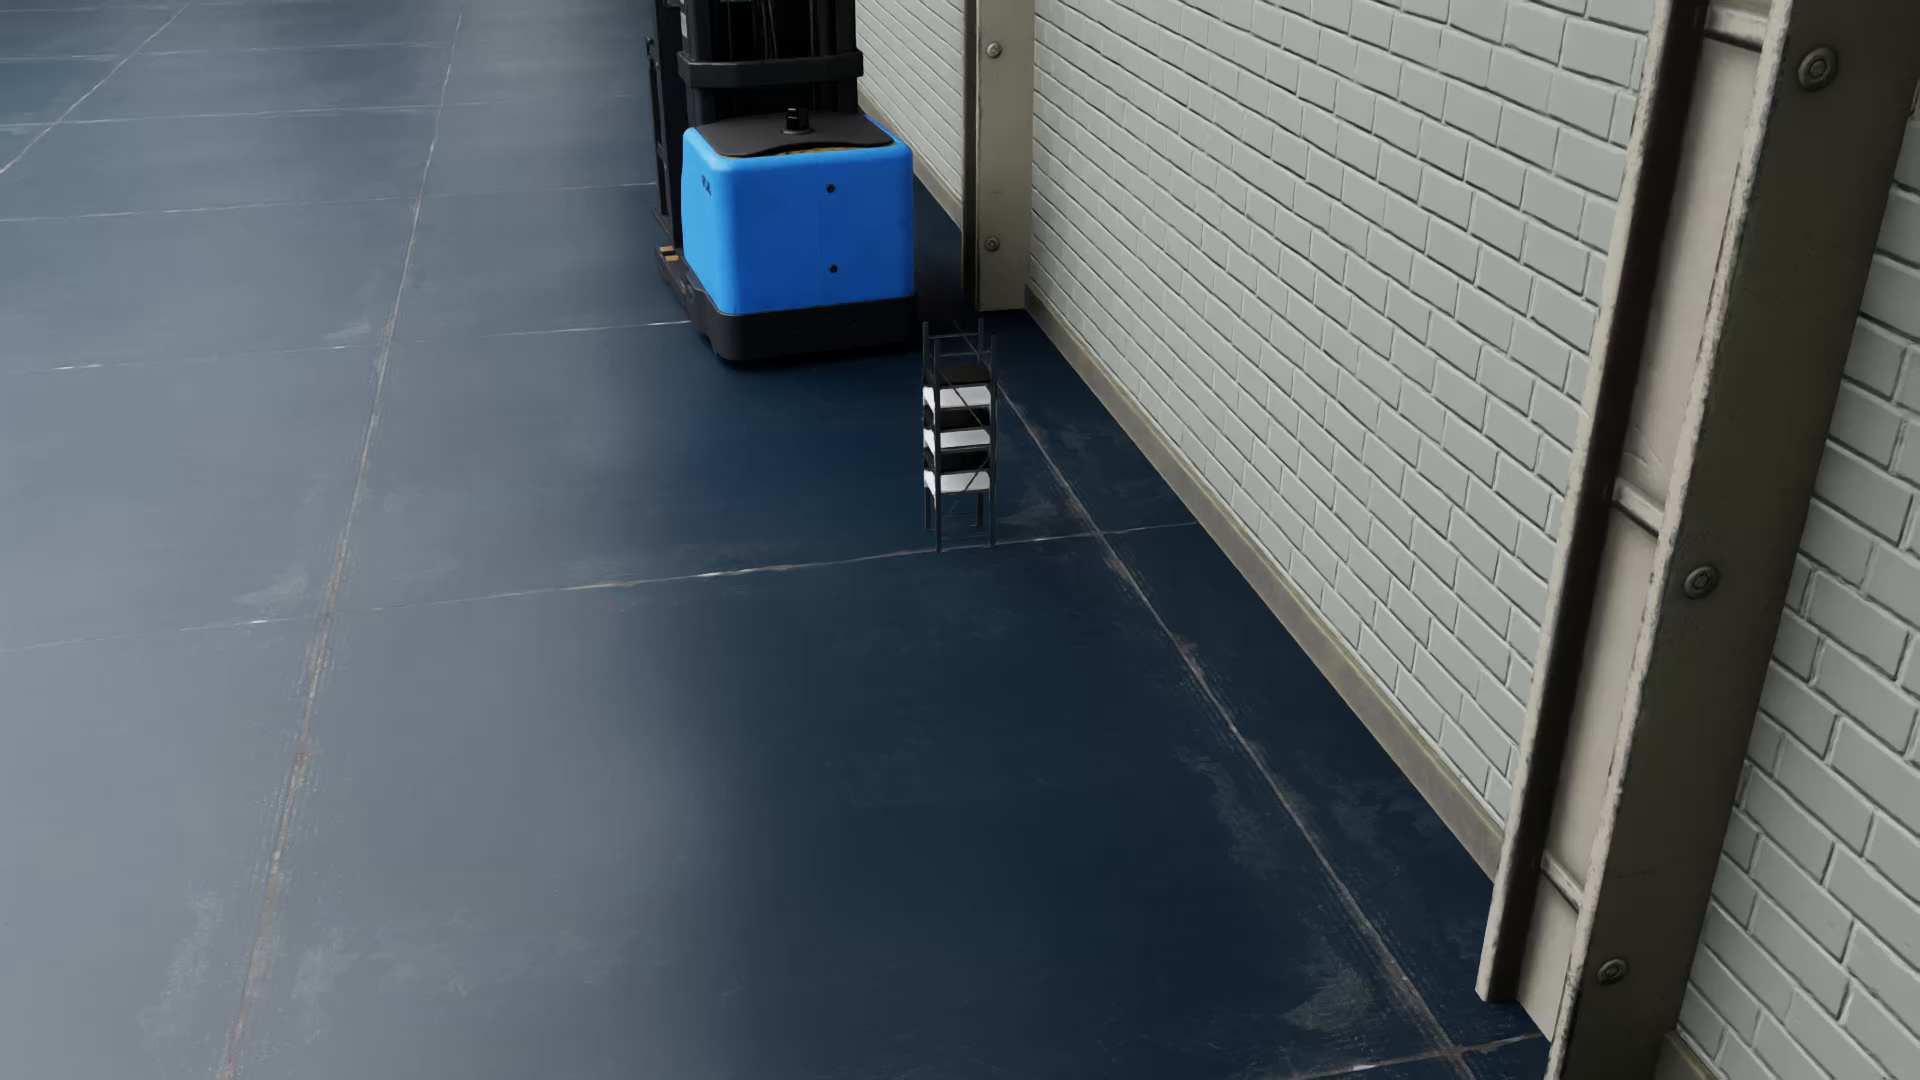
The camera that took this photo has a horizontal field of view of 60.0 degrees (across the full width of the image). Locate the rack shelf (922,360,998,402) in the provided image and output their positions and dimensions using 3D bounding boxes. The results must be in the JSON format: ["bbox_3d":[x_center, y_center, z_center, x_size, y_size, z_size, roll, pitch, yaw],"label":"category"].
[{"bbox_3d":[-0.002,-0.617,6.448,0.258,0.077,0.200,-6,27,-12],"label":"rack shelf"}]

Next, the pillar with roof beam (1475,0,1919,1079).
[{"bbox_3d":[-2.640,-2.323,1.366,9.100,9.000,0.400,-6,27,-12],"label":"pillar with roof beam"}]

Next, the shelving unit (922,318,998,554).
[{"bbox_3d":[-0.002,-0.405,6.554,0.258,0.900,0.210,-6,27,-12],"label":"shelving unit"}]

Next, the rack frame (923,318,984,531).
[{"bbox_3d":[-0.025,-0.450,6.643,0.240,0.900,0.006,-6,27,-12],"label":"rack frame"}]

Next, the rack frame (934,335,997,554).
[{"bbox_3d":[0.021,-0.361,6.466,0.240,0.900,0.006,-6,27,-12],"label":"rack frame"}]

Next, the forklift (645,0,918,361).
[{"bbox_3d":[-1.179,-2.856,9.155,1.130,2.935,3.031,-9,28,-17],"label":"forklift"}]

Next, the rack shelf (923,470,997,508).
[{"bbox_3d":[-0.002,-0.215,6.650,0.258,0.077,0.200,-6,27,-12],"label":"rack shelf"}]

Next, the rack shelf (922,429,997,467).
[{"bbox_3d":[-0.002,-0.376,6.569,0.258,0.077,0.200,-6,27,-12],"label":"rack shelf"}]

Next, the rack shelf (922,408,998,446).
[{"bbox_3d":[-0.002,-0.456,6.529,0.258,0.077,0.200,-6,27,-12],"label":"rack shelf"}]

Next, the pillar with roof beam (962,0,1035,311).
[{"bbox_3d":[-3.992,-4.957,6.585,9.100,9.000,0.400,-6,27,-12],"label":"pillar with roof beam"}]

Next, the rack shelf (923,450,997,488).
[{"bbox_3d":[-0.002,-0.295,6.610,0.258,0.077,0.200,-6,27,-12],"label":"rack shelf"}]

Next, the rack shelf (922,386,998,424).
[{"bbox_3d":[-0.002,-0.536,6.488,0.258,0.077,0.200,-6,27,-12],"label":"rack shelf"}]
